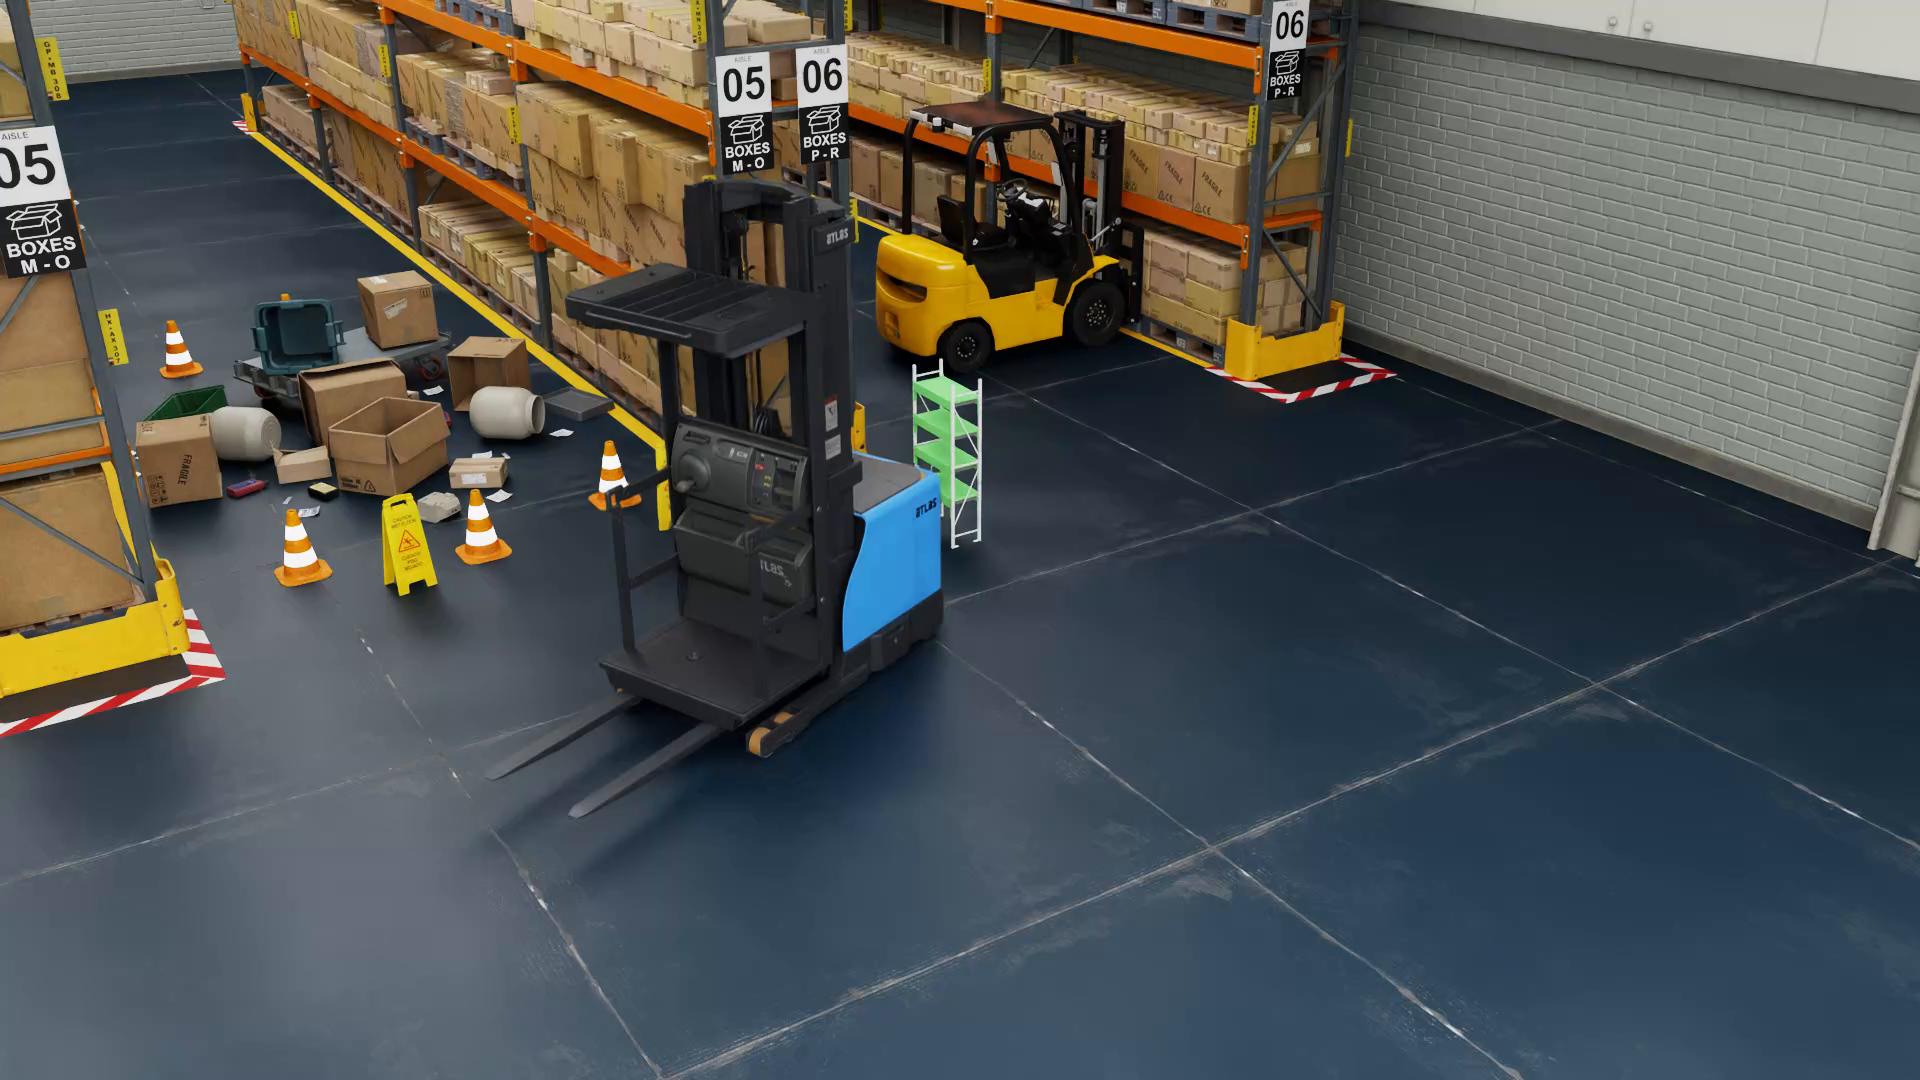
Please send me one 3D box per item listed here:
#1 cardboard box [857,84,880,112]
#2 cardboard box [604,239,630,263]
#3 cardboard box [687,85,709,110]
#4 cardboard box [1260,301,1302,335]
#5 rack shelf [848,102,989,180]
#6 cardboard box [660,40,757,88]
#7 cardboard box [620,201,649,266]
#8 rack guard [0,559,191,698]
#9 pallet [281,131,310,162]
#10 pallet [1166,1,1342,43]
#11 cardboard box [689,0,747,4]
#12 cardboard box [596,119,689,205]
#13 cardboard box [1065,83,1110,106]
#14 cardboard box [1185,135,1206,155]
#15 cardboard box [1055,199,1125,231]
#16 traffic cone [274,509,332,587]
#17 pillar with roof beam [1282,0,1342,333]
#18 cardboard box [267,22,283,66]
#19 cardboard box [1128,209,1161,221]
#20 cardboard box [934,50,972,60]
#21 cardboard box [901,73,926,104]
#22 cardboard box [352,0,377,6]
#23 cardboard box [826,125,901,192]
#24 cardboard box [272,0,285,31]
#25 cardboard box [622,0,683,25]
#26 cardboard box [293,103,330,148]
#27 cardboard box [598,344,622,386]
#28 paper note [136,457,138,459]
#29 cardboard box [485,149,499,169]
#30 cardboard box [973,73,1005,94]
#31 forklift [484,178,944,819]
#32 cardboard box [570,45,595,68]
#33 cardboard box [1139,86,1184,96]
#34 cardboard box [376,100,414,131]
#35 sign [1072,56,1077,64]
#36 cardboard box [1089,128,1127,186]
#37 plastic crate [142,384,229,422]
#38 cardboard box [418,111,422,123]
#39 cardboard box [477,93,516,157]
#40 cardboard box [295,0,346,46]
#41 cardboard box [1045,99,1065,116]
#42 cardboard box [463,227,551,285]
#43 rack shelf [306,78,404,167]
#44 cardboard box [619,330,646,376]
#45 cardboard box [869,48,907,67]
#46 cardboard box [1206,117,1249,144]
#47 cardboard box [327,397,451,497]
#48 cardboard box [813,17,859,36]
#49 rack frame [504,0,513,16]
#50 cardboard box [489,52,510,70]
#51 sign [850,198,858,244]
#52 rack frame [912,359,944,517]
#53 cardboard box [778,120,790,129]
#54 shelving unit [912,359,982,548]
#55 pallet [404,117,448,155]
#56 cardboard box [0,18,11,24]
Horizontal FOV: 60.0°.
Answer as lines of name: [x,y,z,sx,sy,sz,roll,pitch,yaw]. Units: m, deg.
cardboard box: [-0.859,-5.172,19.330,0.500,0.250,0.500,-17,30,-31]
cardboard box: [-2.672,-2.386,13.547,0.380,0.149,0.250,-16,29,-30]
cardboard box: [-1.672,-3.105,11.556,0.380,0.149,0.250,-15,29,-29]
cardboard box: [2.809,-2.125,15.430,0.500,0.250,0.500,-15,29,-29]
rack shelf: [-0.362,-4.778,19.163,1.077,0.370,4.000,-16,29,-30]
cardboard box: [-1.748,-3.343,11.593,0.500,0.250,0.500,-16,30,-30]
cardboard box: [-2.310,-2.469,12.963,0.500,0.500,0.500,-16,29,-30]
rack guard: [-5.322,0.529,10.006,1.175,0.500,0.348,-16,29,-30]
pallet: [-8.814,-5.558,23.238,1.003,0.211,1.213,-16,29,-30]
pallet: [2.549,-4.533,14.391,1.003,0.211,1.213,-16,29,-30]
cardboard box: [-1.792,-3.941,12.394,0.380,0.149,0.250,-16,29,-30]
cardboard box: [-2.340,-2.904,12.714,0.700,0.500,0.500,-16,30,-30]
cardboard box: [1.239,-4.314,16.112,0.380,0.149,0.250,-16,30,-30]
cardboard box: [2.235,-3.546,14.834,0.380,0.149,0.250,-15,29,-29]
cardboard box: [1.283,-3.180,16.493,0.500,0.250,0.500,-14,29,-28]
traffic cone: [-4.436,0.017,11.135,0.336,0.463,0.334,-16,29,-30]
pillar with roof beam: [-0.318,-5.126,12.030,9.100,9.000,0.400,-16,29,-30]
cardboard box: [-8.834,-6.602,22.067,0.500,0.500,0.500,-16,30,-30]
cardboard box: [1.996,-3.116,16.358,0.500,0.250,0.500,-16,30,-31]
cardboard box: [-0.076,-5.459,18.885,0.380,0.149,0.250,-15,29,-29]
cardboard box: [-0.313,-5.029,18.442,0.500,0.250,0.500,-15,29,-29]
cardboard box: [-7.051,-6.304,20.265,0.500,0.500,0.500,-15,29,-29]
cardboard box: [-1.125,-4.709,20.463,0.875,0.625,0.625,-15,29,-28]
cardboard box: [-8.553,-6.877,21.477,0.500,0.500,0.500,-16,30,-30]
cardboard box: [-2.282,-3.935,12.380,0.380,0.149,0.250,-16,30,-31]
cardboard box: [-8.536,-5.693,22.767,0.875,0.438,0.875,-17,30,-31]
cardboard box: [-2.738,-1.525,14.159,0.500,0.250,0.500,-16,30,-30]
paper note: [-6.393,-0.669,13.092,0.142,0.020,0.147,7,26,15]
cardboard box: [-4.239,-3.609,15.645,0.380,0.149,0.250,-16,30,-30]
cardboard box: [0.357,-4.797,17.484,0.380,0.149,0.250,-14,29,-28]
forklift: [-1.341,-0.356,9.033,1.130,2.935,3.031,16,30,30]
cardboard box: [-2.832,-3.823,13.077,0.380,0.149,0.250,-16,30,-31]
cardboard box: [1.941,-4.254,15.985,0.380,0.149,0.250,-15,29,-28]
cardboard box: [-6.104,-4.713,18.359,0.500,0.250,0.500,-17,30,-31]
sign: [1.194,-4.945,17.568,0.100,0.325,0.005,-16,29,-30]
cardboard box: [1.586,-3.666,15.847,0.500,0.500,0.500,-15,29,-29]
plastic crate: [-6.327,-1.038,13.624,0.450,0.188,0.662,-10,25,2]
cardboard box: [-5.463,-4.469,17.467,0.380,0.149,0.250,-18,30,-33]
cardboard box: [-4.143,-3.889,15.479,0.500,0.500,0.500,-15,29,-29]
cardboard box: [-7.795,-6.365,20.393,0.500,0.500,0.500,-15,29,-29]
cardboard box: [1.064,-4.267,16.361,0.380,0.149,0.250,-15,29,-28]
cardboard box: [-4.492,-2.923,16.978,0.950,0.372,0.625,-14,29,-28]
rack shelf: [-6.702,-5.051,19.741,1.077,0.370,4.000,-16,29,-30]
cardboard box: [-2.457,-1.679,13.606,0.500,0.500,0.500,-16,30,-31]
cardboard box: [-0.813,-5.516,19.006,0.380,0.149,0.250,-15,29,-29]
cardboard box: [2.381,-3.591,14.579,0.380,0.149,0.250,-15,29,-29]
cardboard box: [-4.323,-0.709,12.625,0.637,0.503,0.797,7,26,15]
cardboard box: [-1.604,-6.275,20.881,0.500,0.500,0.500,-14,29,-27]
rack frame: [-3.427,-5.943,13.761,1.000,3.000,0.127,-16,29,-30]
cardboard box: [-4.481,-4.804,16.659,0.380,0.149,0.250,-17,30,-32]
sign: [-0.789,-2.317,12.094,0.100,0.325,0.005,-16,29,-30]
rack frame: [-0.224,-0.689,11.767,0.240,1.200,0.015,-16,29,-30]
cardboard box: [-2.111,-5.380,21.271,0.380,0.149,0.250,-17,30,-32]
shelving unit: [-0.090,-0.602,11.582,0.258,1.200,0.503,-16,29,-30]
pallet: [-5.132,-4.344,17.626,1.213,0.211,1.003,-16,29,-30]
cardboard box: [-5.664,-2.914,9.608,0.380,0.149,0.250,-15,29,-29]
